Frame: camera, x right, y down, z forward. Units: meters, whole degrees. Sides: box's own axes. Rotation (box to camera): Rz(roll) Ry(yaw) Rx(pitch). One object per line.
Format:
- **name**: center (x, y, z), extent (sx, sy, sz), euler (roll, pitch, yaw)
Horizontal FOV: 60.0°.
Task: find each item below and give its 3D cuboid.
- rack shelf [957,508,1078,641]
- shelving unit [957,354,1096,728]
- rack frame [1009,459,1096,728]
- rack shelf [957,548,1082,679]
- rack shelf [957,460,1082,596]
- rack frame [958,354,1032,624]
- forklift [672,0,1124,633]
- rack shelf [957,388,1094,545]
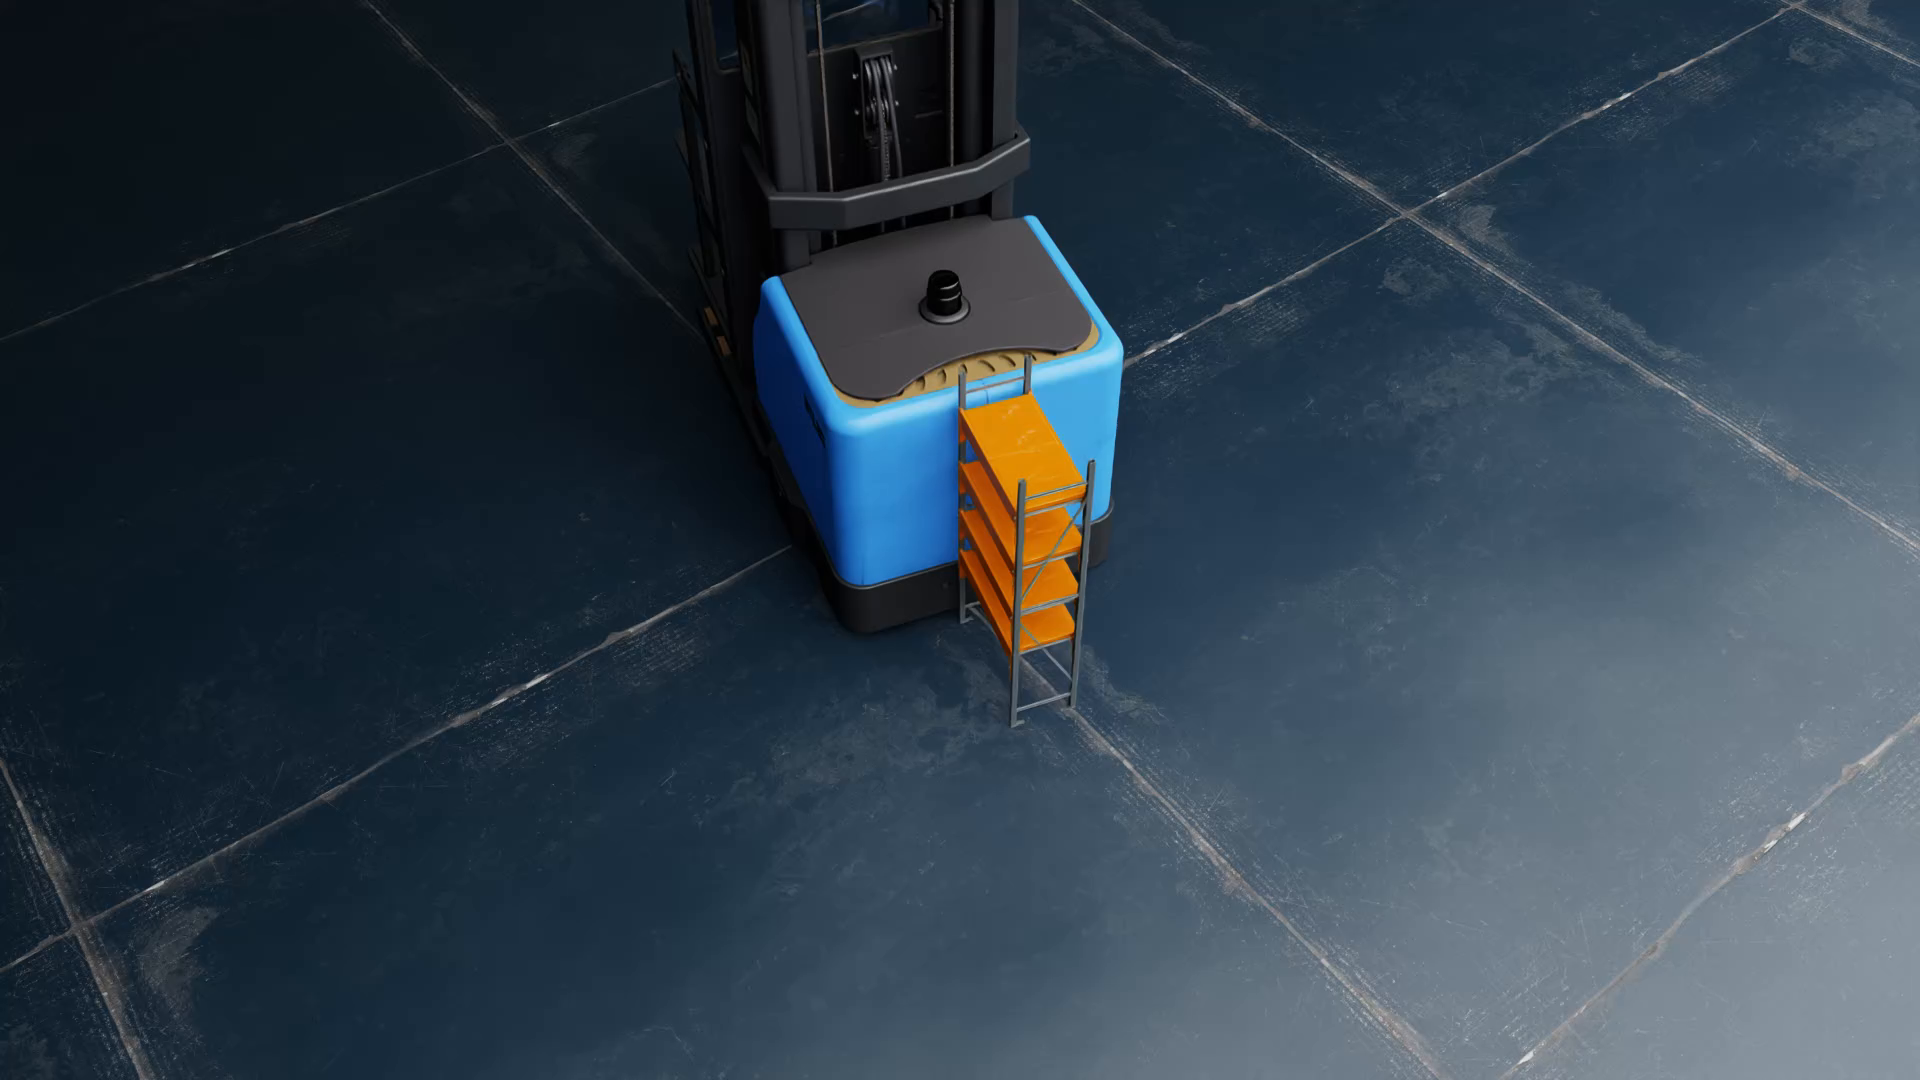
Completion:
- **rack shelf**: center (0.195, 0.078, 5.460), extent (0.258, 0.148, 0.480), euler (-16, 50, -14)
- **shelving unit**: center (0.195, 0.033, 5.410), extent (0.258, 1.200, 0.503), euler (-16, 50, -14)
- **rack frame**: center (0.282, 0.202, 5.257), extent (0.240, 1.200, 0.015), euler (-16, 50, -14)
- **rack shelf**: center (0.195, 0.212, 5.607), extent (0.258, 0.148, 0.480), euler (-16, 50, -14)
- **rack shelf**: center (0.195, -0.072, 5.294), extent (0.258, 0.148, 0.480), euler (-16, 50, -14)
- **rack frame**: center (0.109, -0.136, 5.563), extent (0.240, 1.200, 0.015), euler (-16, 50, -14)
- **forklift**: center (-0.455, -1.772, 5.878), extent (1.130, 2.935, 3.031), euler (-16, 50, -14)
- **rack shelf**: center (0.195, -0.231, 5.119), extent (0.258, 0.148, 0.480), euler (-16, 50, -14)
